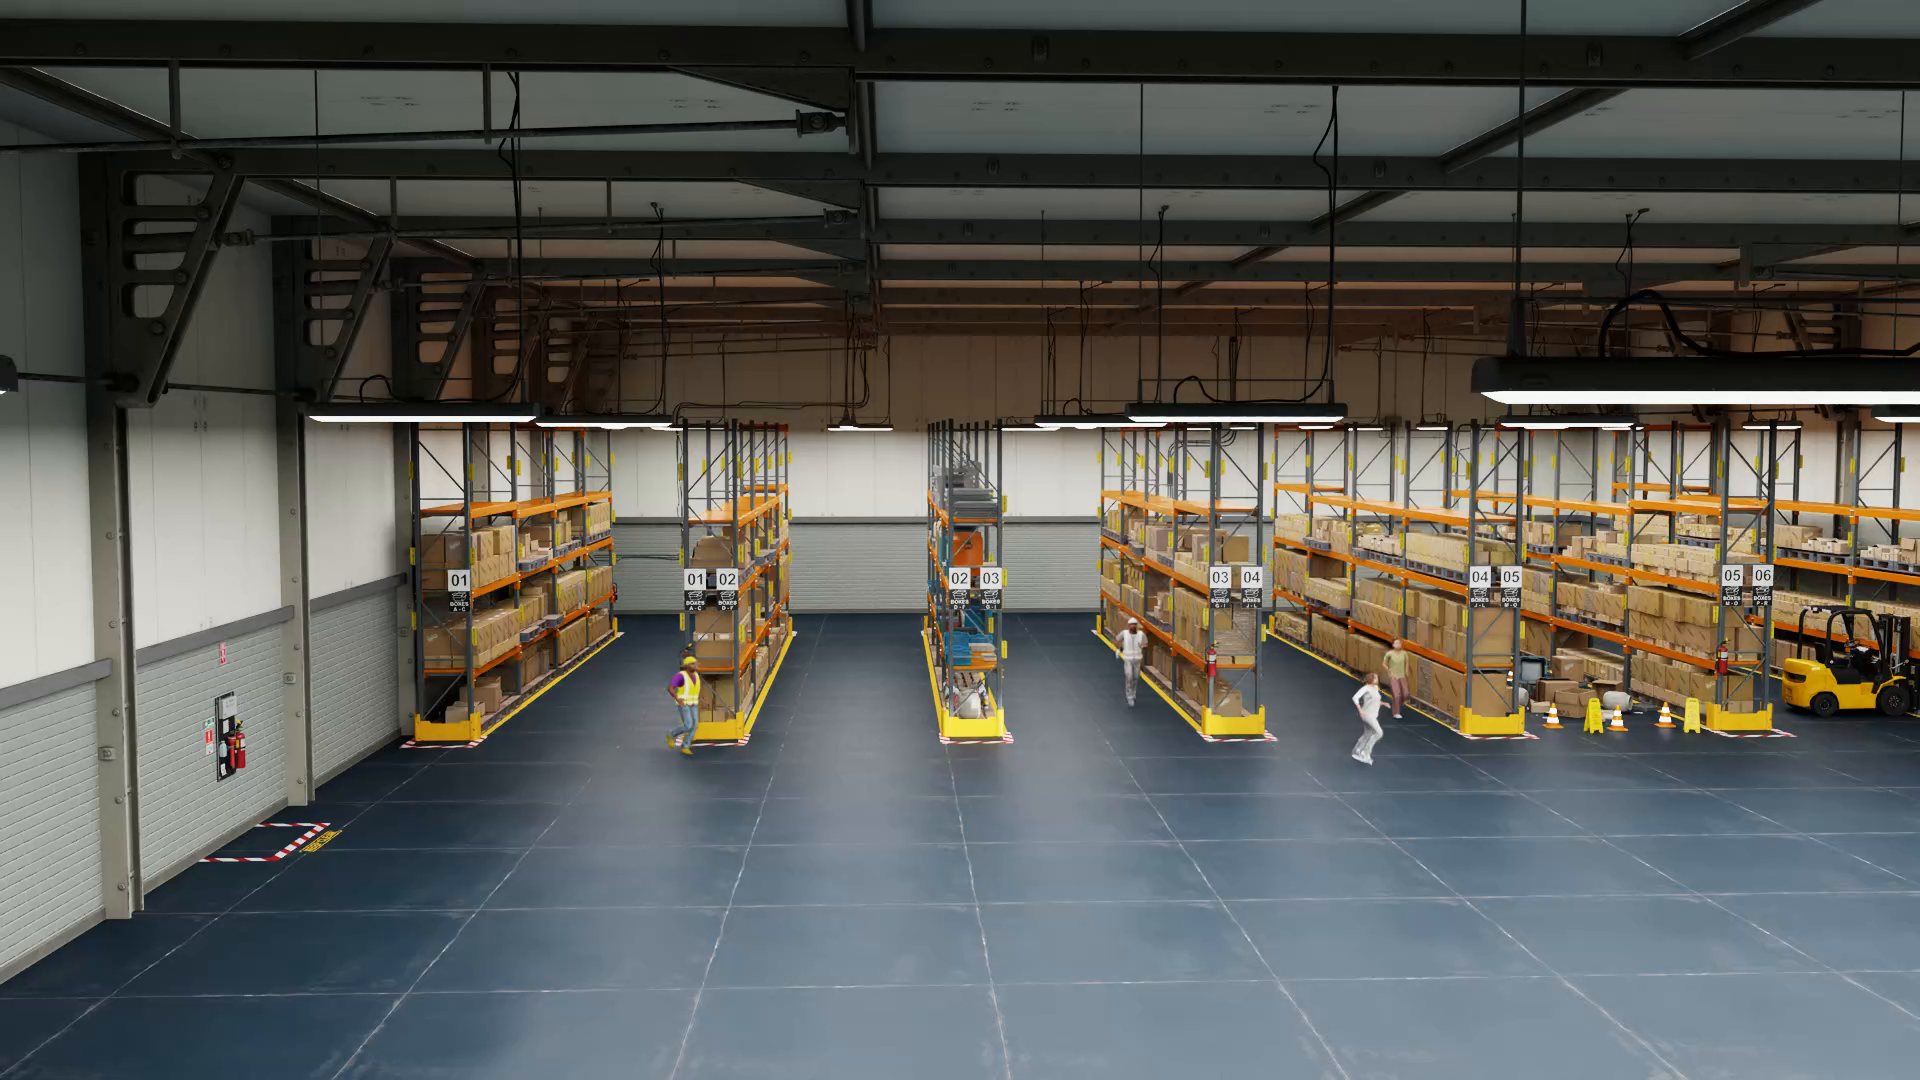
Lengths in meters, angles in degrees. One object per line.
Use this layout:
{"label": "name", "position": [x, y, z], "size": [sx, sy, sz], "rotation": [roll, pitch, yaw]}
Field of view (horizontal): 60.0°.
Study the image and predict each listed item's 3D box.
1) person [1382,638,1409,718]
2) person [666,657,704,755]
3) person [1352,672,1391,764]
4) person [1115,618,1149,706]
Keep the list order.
{"label": "person", "position": [8.774, 2.768, 33.392], "size": [0.558, 1.624, 0.533], "rotation": [0, 4, -3]}
{"label": "person", "position": [-4.913, 2.962, 29.912], "size": [0.586, 1.739, 0.726], "rotation": [3, 4, 35]}
{"label": "person", "position": [7.134, 3.078, 28.880], "size": [0.658, 1.591, 0.534], "rotation": [2, 4, 32]}
{"label": "person", "position": [3.658, 2.556, 35.284], "size": [0.671, 1.826, 0.874], "rotation": [0, 4, -8]}
